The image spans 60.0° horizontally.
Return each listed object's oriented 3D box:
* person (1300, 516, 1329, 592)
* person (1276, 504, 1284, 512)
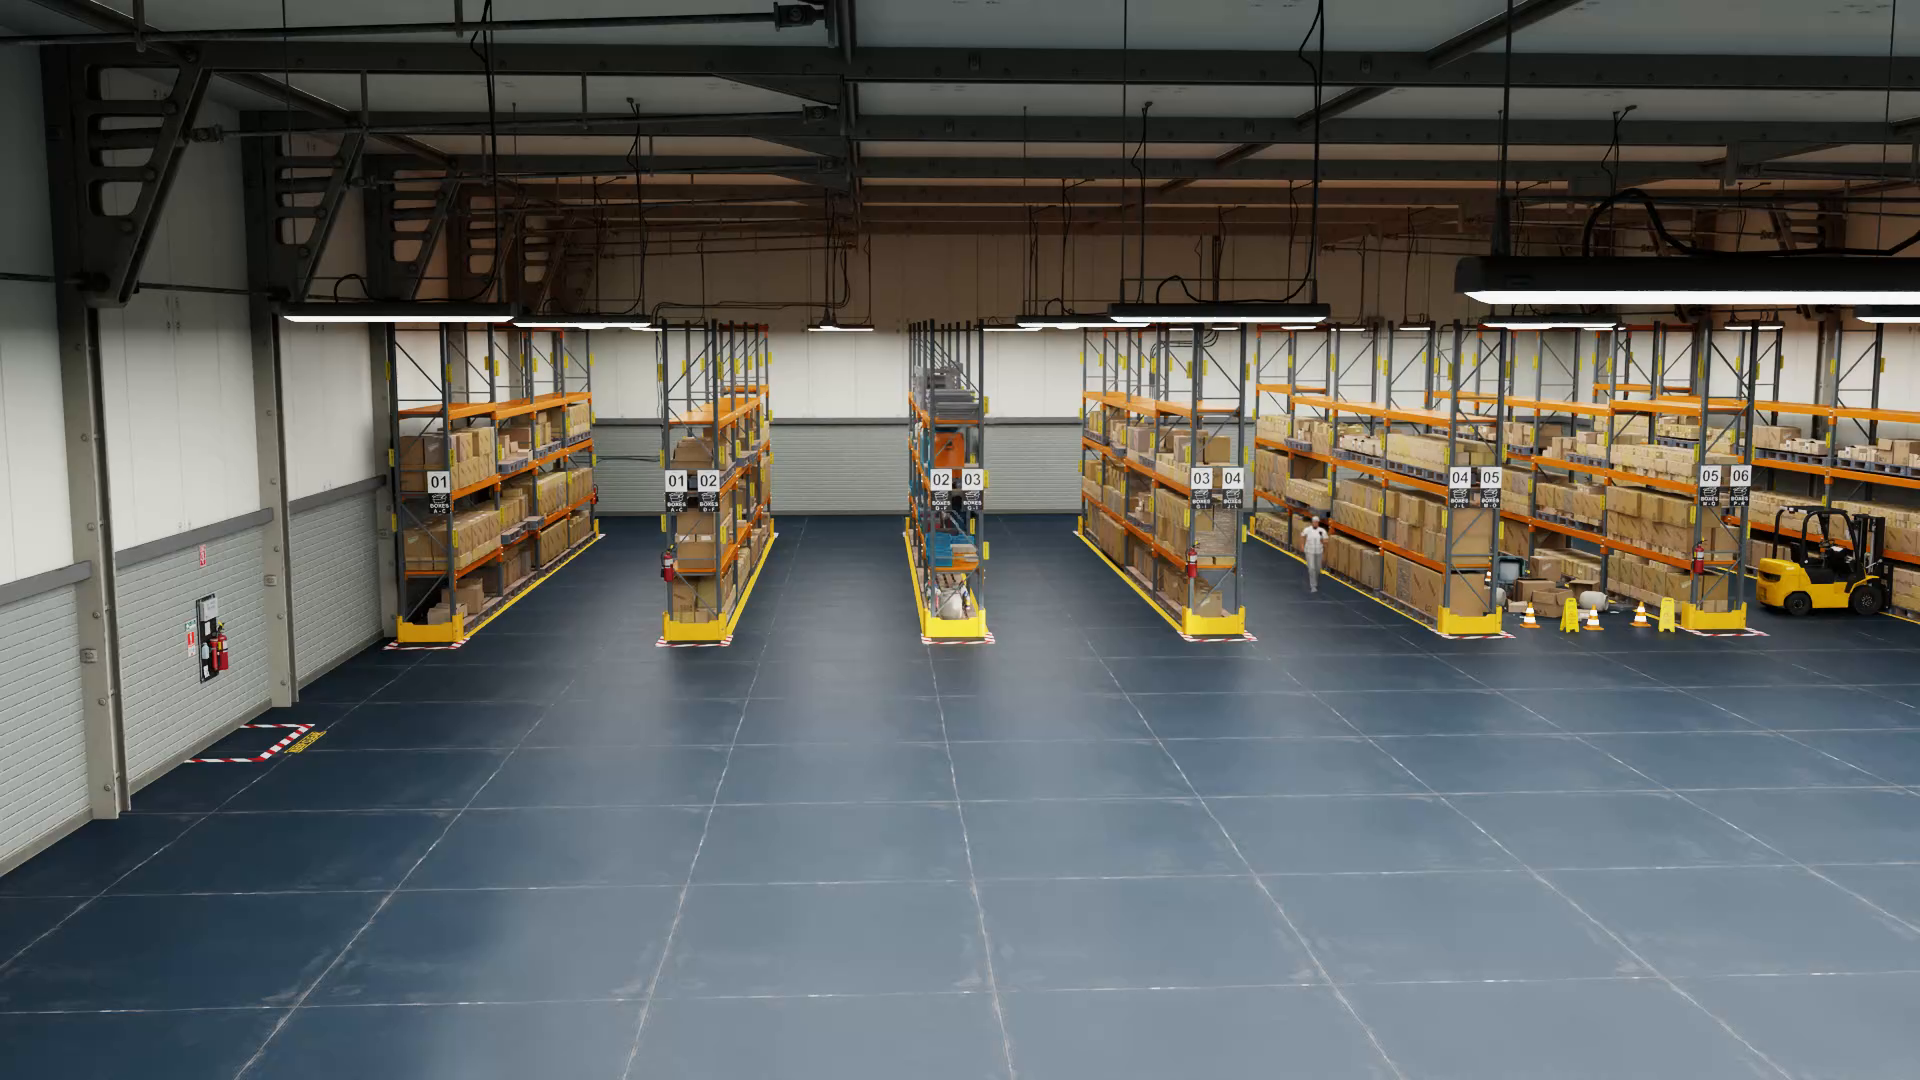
[{"bbox_3d":[7.918,0.287,37.143,0.611,1.647,0.947,0,7,1],"label":"person"},{"bbox_3d":[9.535,-1.177,49.075,0.742,1.700,0.738,7,10,44],"label":"person"}]
